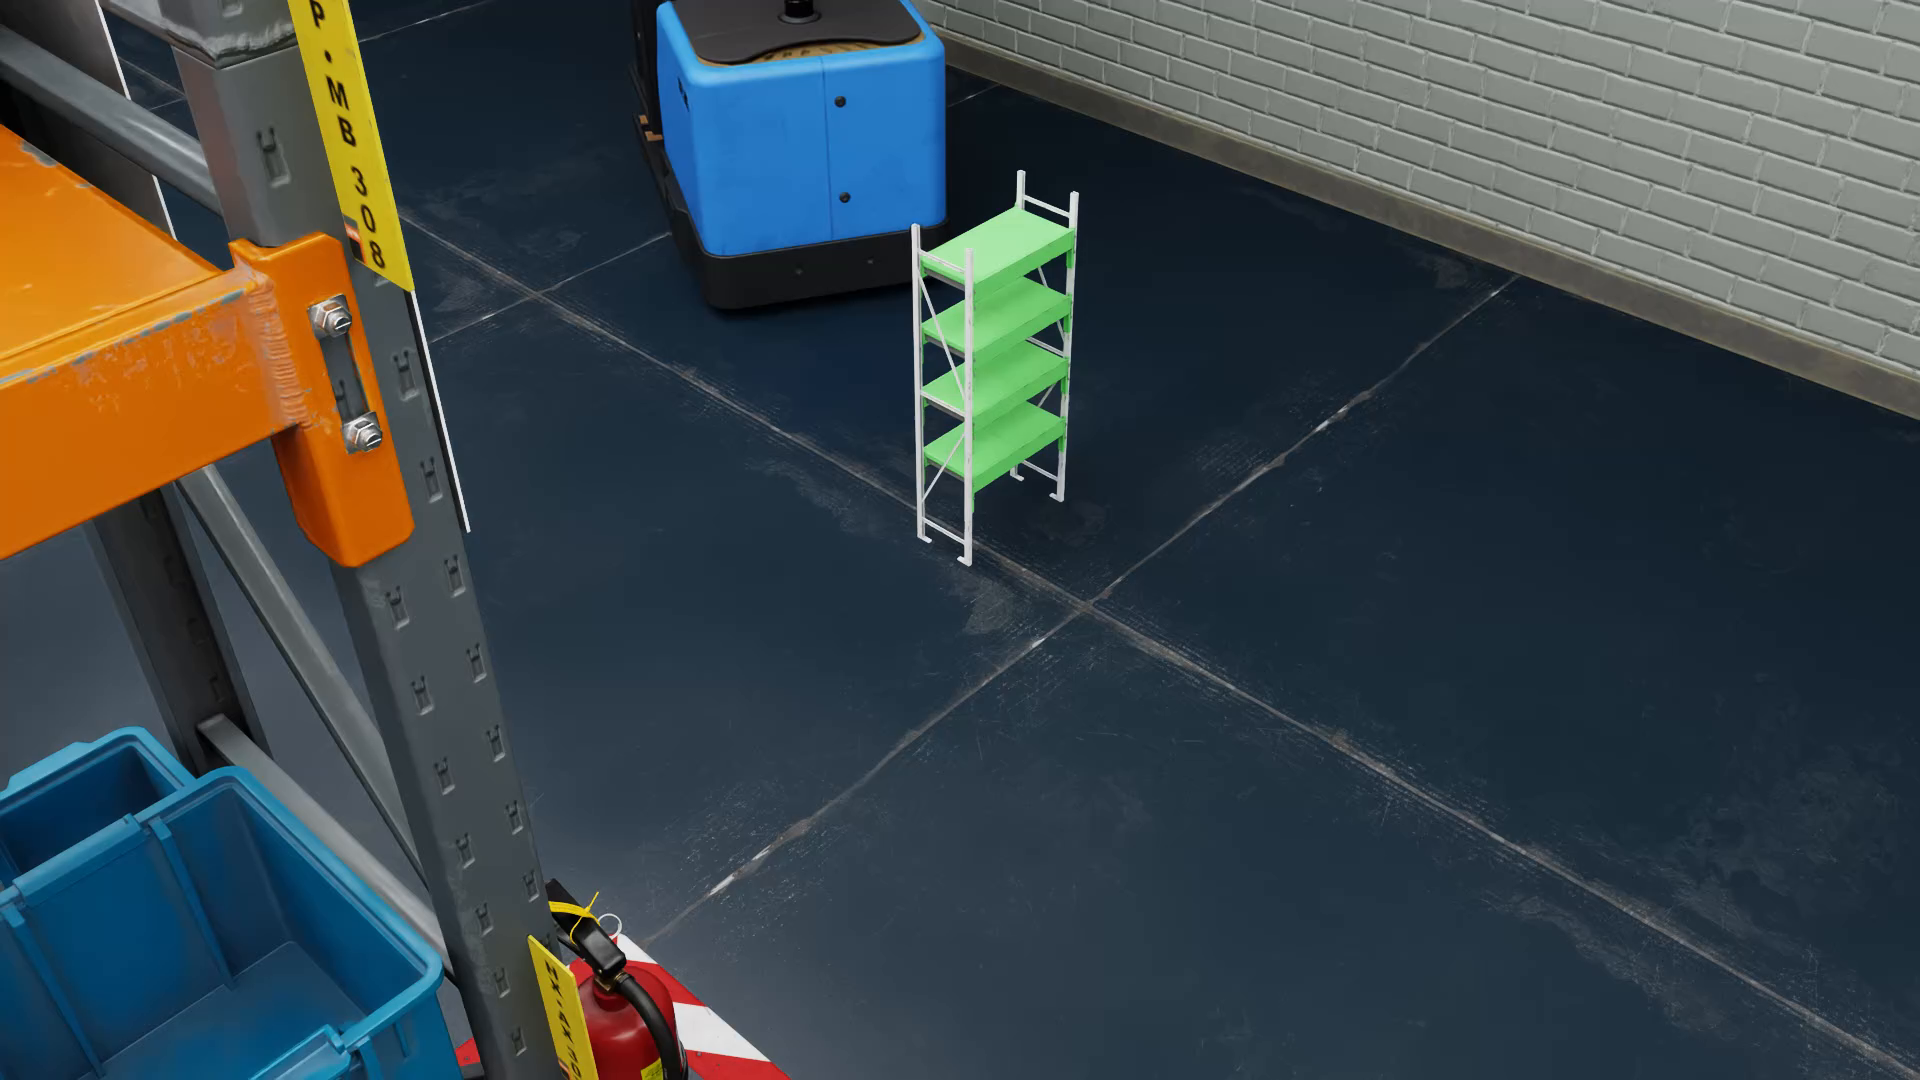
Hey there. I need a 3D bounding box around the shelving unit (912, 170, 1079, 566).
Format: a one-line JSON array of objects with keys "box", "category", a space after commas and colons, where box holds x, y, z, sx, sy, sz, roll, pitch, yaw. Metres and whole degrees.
[{"box": [0.112, -0.546, 5.472, 0.258, 1.200, 0.503, 30, 47, 32], "category": "shelving unit"}]

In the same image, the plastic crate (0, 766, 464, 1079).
[{"box": [-1.058, 0.722, 2.355, 0.616, 0.435, 0.499, 30, 47, 32], "category": "plastic crate"}]

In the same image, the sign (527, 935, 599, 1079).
[{"box": [-0.553, 0.687, 2.345, 0.100, 0.325, 0.005, 30, 47, 32], "category": "sign"}]

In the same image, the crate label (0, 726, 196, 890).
[{"box": [-1.379, 0.545, 2.741, 0.416, 0.233, 0.303, 30, 47, 32], "category": "crate label"}]

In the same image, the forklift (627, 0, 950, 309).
[{"box": [-0.968, -3.016, 7.189, 1.130, 2.935, 3.031, -11, 40, -14], "category": "forklift"}]

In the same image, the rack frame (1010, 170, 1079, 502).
[{"box": [0.276, -0.658, 5.613, 0.240, 1.200, 0.015, 30, 47, 32], "category": "rack frame"}]

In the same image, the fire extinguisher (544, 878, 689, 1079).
[{"box": [-0.533, 0.825, 2.664, 0.296, 0.674, 0.183, 30, 47, 32], "category": "fire extinguisher"}]

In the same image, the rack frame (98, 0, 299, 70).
[{"box": [-0.970, -1.821, 0.809, 1.000, 3.000, 0.127, 30, 47, 32], "category": "rack frame"}]

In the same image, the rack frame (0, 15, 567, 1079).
[{"box": [-0.970, 0.528, 2.676, 1.000, 3.000, 0.127, 30, 47, 32], "category": "rack frame"}]

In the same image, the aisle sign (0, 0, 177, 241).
[{"box": [-1.140, -0.648, 2.066, 0.394, 0.787, 0.004, 30, 47, 32], "category": "aisle sign"}]

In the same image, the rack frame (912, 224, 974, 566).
[{"box": [-0.053, -0.434, 5.331, 0.240, 1.200, 0.015, 30, 47, 32], "category": "rack frame"}]

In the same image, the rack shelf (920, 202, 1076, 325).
[{"box": [0.112, -0.871, 5.213, 0.258, 0.148, 0.480, 30, 47, 32], "category": "rack shelf"}]

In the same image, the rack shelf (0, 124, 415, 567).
[{"box": [-2.319, 0.554, 0.811, 1.077, 0.370, 4.000, 30, 47, 32], "category": "rack shelf"}]

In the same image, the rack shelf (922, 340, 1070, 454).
[{"box": [0.112, -0.496, 5.512, 0.258, 0.148, 0.480, 30, 47, 32], "category": "rack shelf"}]

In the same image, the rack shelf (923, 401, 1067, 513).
[{"box": [0.112, -0.308, 5.661, 0.258, 0.148, 0.480, 30, 47, 32], "category": "rack shelf"}]

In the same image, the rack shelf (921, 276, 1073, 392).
[{"box": [0.112, -0.683, 5.363, 0.258, 0.148, 0.480, 30, 47, 32], "category": "rack shelf"}]

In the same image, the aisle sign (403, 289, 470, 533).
[{"box": [-0.705, -0.400, 1.754, 0.394, 0.787, 0.004, 30, 47, 32], "category": "aisle sign"}]

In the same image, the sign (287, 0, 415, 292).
[{"box": [-0.553, -0.382, 1.494, 0.100, 0.325, 0.005, 30, 47, 32], "category": "sign"}]
